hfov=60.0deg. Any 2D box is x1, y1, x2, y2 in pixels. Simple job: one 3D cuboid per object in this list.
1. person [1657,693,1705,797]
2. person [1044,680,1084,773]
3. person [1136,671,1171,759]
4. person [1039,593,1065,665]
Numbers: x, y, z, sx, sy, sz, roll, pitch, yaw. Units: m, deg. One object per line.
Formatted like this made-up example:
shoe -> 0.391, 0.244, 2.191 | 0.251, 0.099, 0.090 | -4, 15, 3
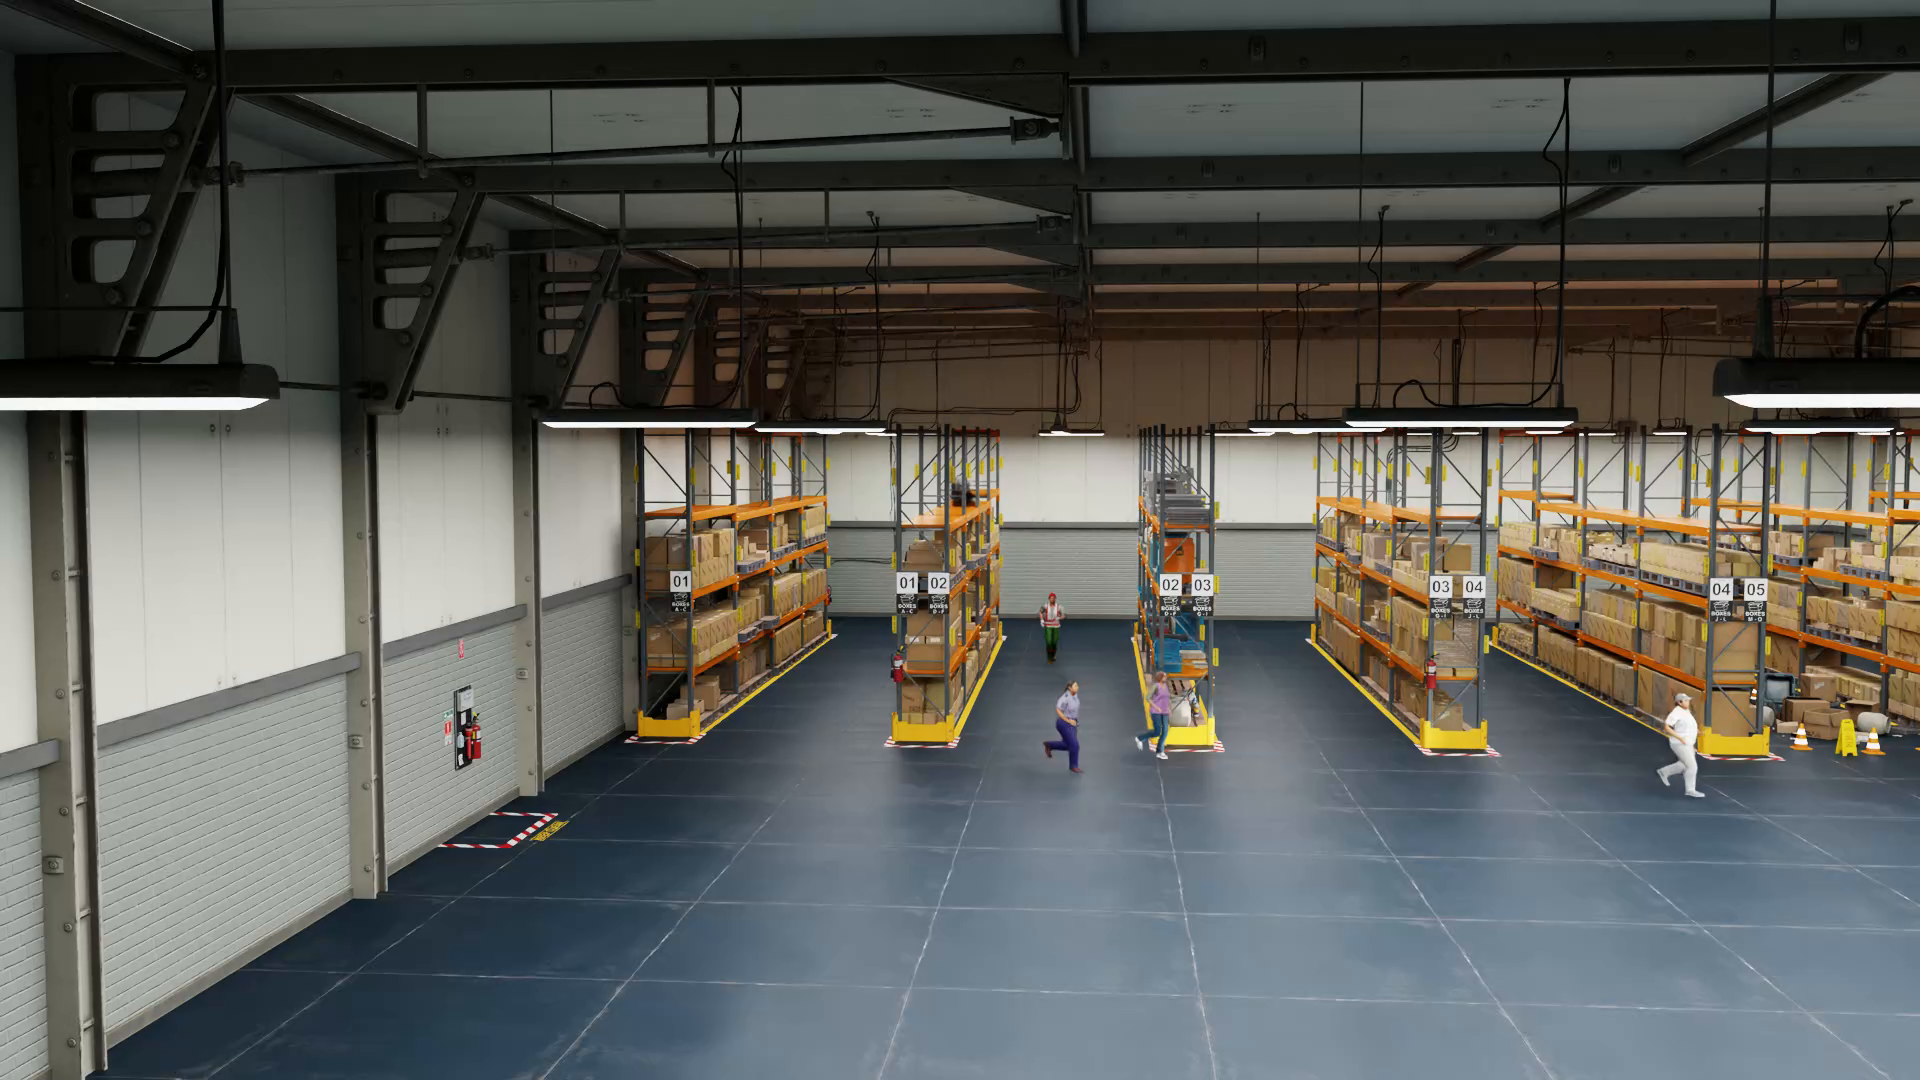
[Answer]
person -> 11.602, 3.276, 26.749 | 0.784, 1.632, 0.620 | 3, 5, 44
person -> 1.793, 3.208, 28.659 | 0.746, 1.626, 0.623 | 2, 4, 26
person -> 3.587, 3.128, 29.970 | 0.714, 1.534, 0.596 | 3, 5, 44
person -> 2.346, 2.264, 42.341 | 0.647, 1.847, 0.696 | 0, 3, -2
